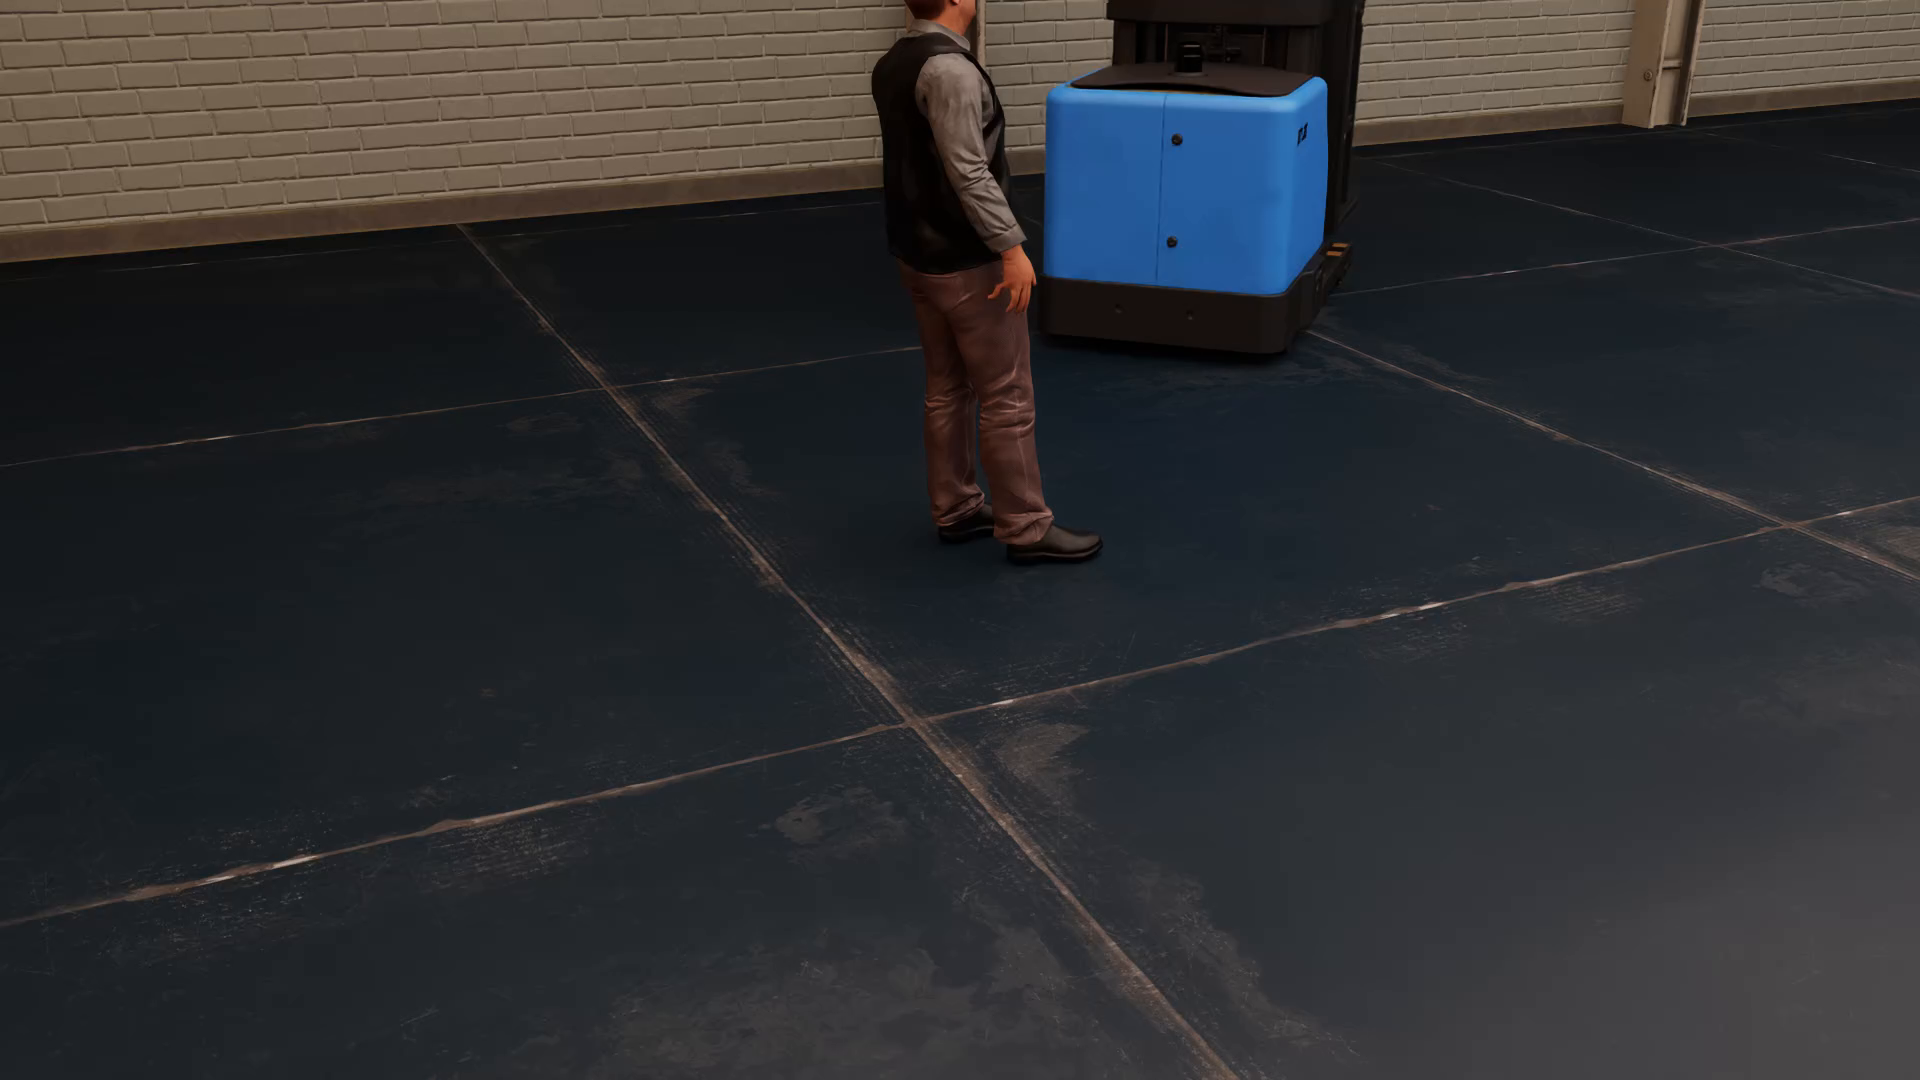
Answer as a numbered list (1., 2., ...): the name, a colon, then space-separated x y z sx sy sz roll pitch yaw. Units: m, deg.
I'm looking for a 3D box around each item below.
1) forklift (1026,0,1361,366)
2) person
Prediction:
1. forklift: 1.260 -2.579 7.494 1.130 2.935 3.031 8 24 19
2. person: 0.059 -0.809 4.791 0.568 1.720 0.632 -10 25 -23
